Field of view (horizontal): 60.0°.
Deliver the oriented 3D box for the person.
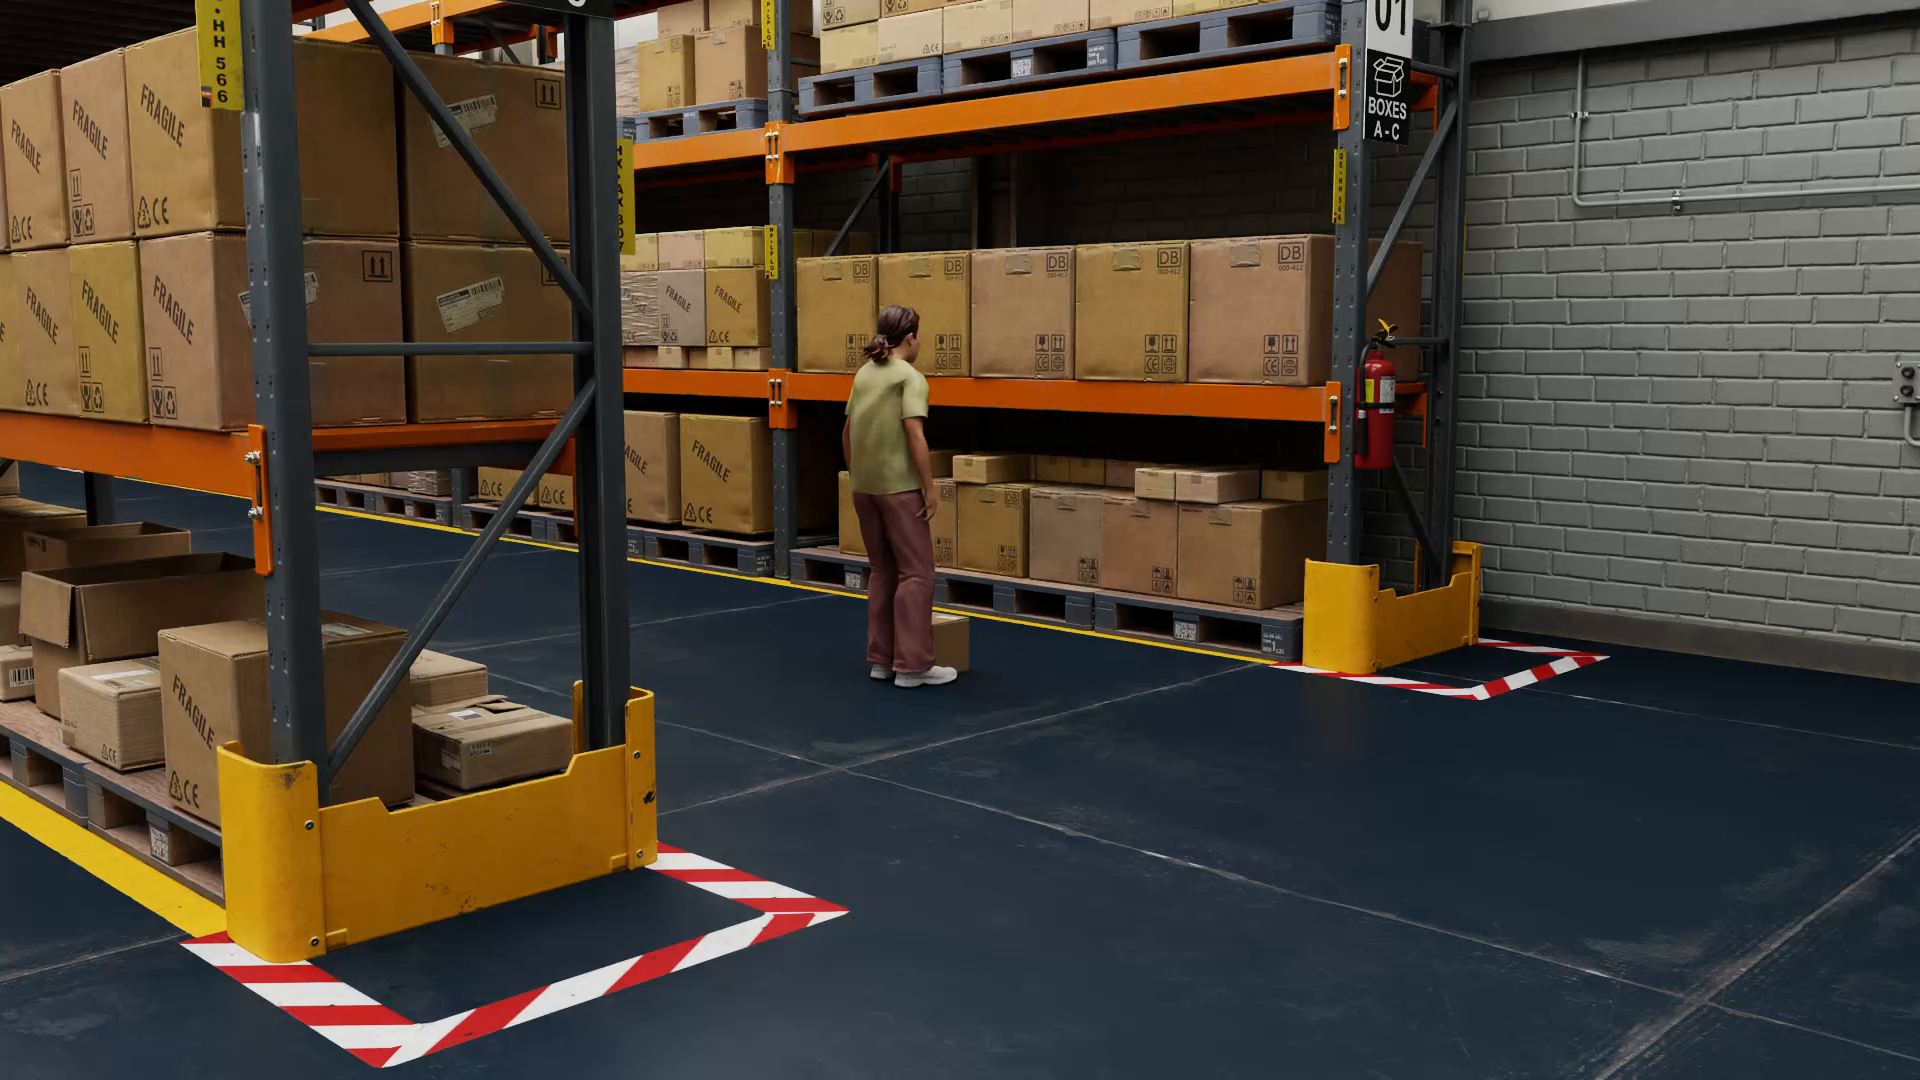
[{"bbox_3d":[-0.278,-0.198,7.401,0.502,1.660,0.405,7,10,43],"label":"person"}]
